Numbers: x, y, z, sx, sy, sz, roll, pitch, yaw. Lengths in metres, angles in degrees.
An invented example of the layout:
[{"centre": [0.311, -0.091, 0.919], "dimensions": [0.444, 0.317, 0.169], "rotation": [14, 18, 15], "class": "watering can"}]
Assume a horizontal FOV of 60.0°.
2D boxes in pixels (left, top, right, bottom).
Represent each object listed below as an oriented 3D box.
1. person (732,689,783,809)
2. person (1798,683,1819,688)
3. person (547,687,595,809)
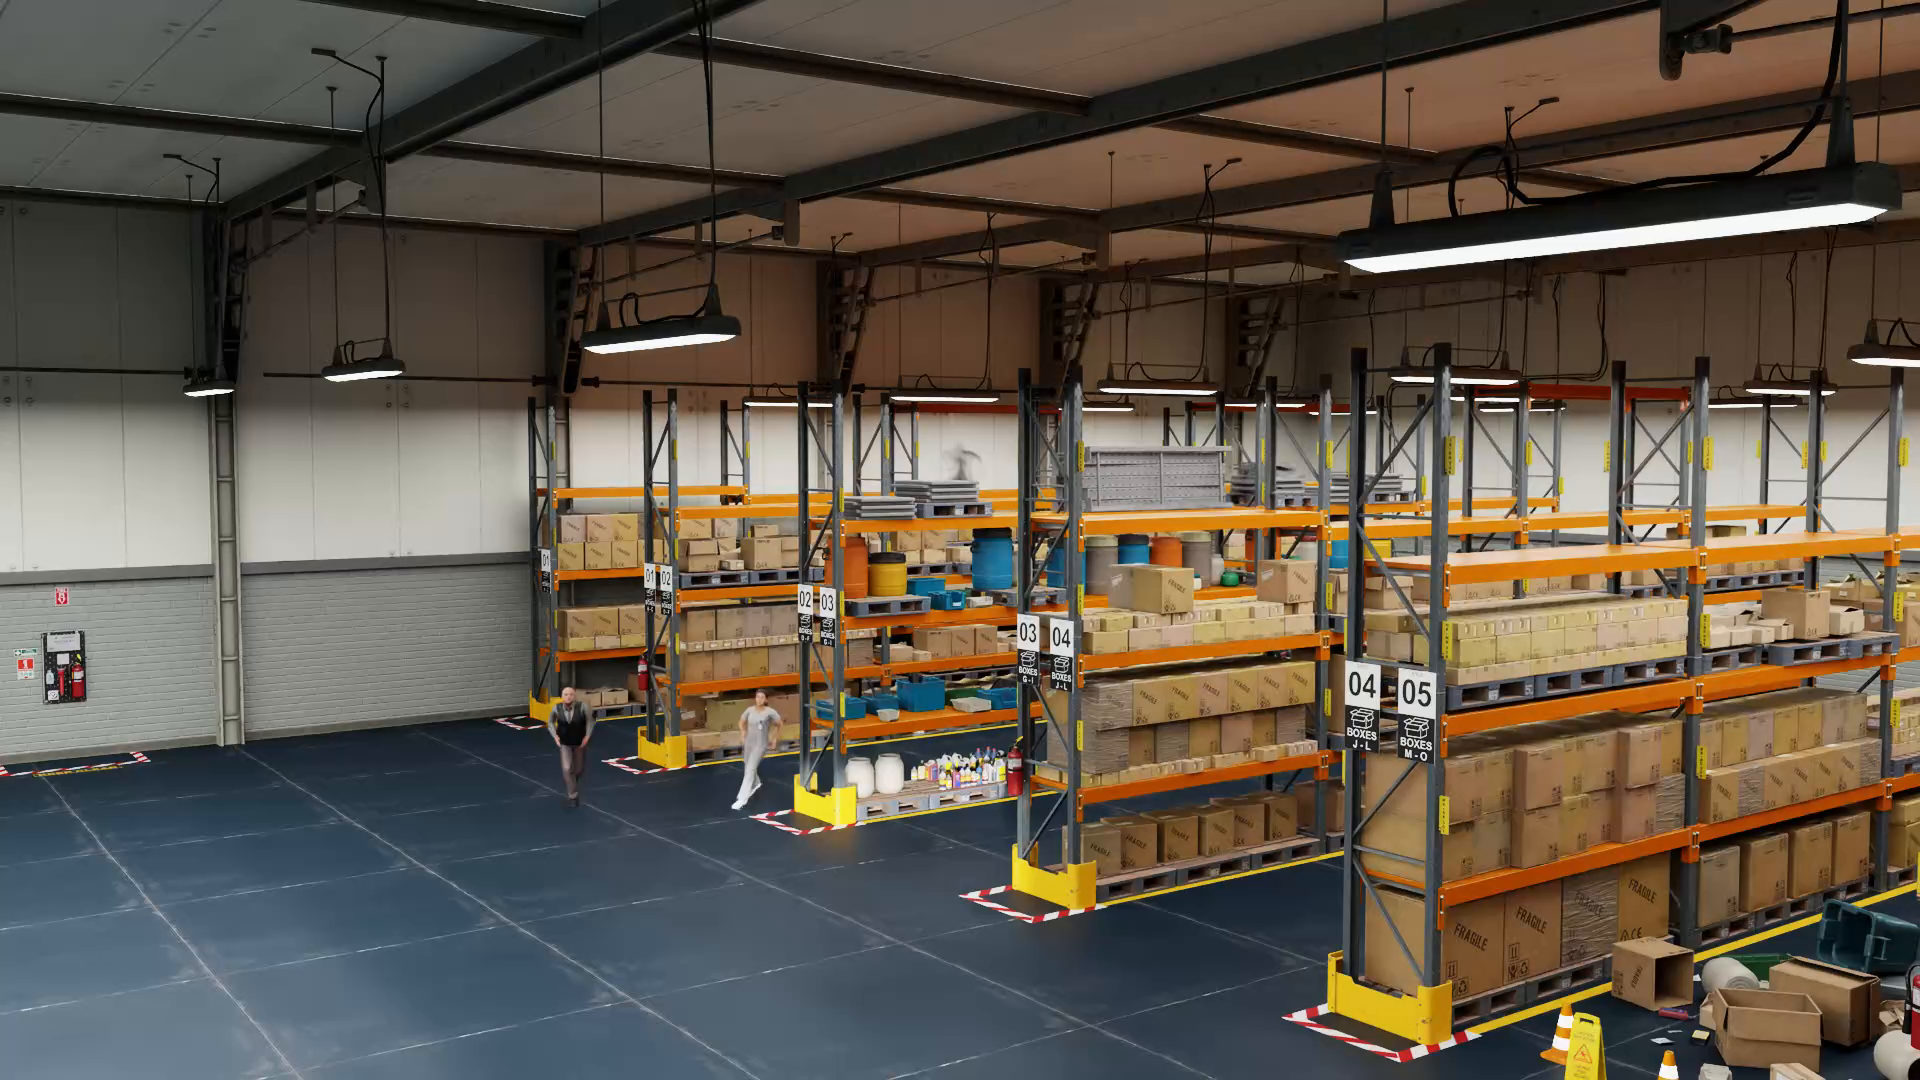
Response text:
[{"centre": [-2.884, 2.930, 23.605], "dimensions": [0.639, 1.651, 0.945], "rotation": [1, 4, 20], "class": "person"}, {"centre": [14.764, 2.643, 29.328], "dimensions": [0.608, 1.621, 0.670], "rotation": [-1, 4, -19], "class": "person"}, {"centre": [-5.571, 2.936, 23.824], "dimensions": [0.664, 1.713, 0.935], "rotation": [-1, 3, -14], "class": "person"}]
